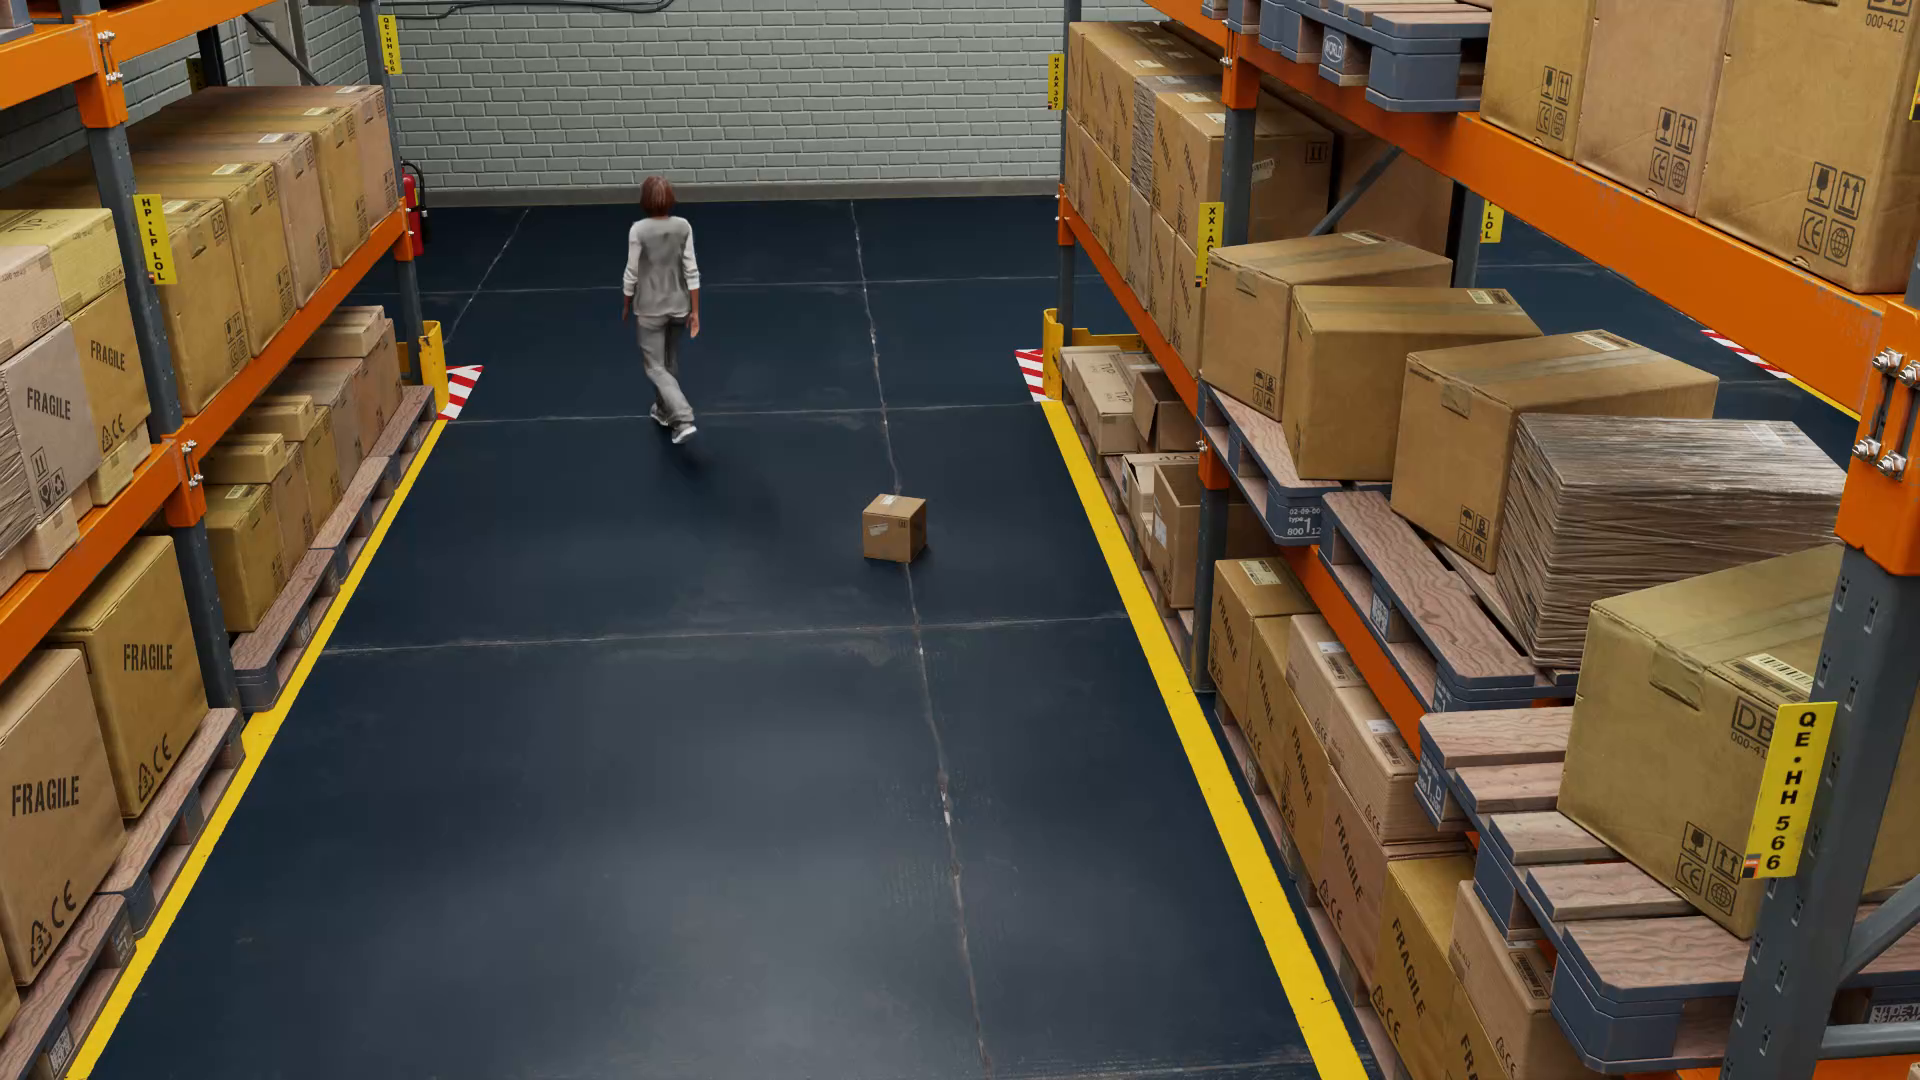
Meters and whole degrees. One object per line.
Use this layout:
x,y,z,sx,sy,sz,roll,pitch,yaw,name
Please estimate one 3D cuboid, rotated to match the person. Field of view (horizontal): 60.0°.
-1.704,-1.322,9.553,0.406,1.549,0.882,-15,28,-30,person
